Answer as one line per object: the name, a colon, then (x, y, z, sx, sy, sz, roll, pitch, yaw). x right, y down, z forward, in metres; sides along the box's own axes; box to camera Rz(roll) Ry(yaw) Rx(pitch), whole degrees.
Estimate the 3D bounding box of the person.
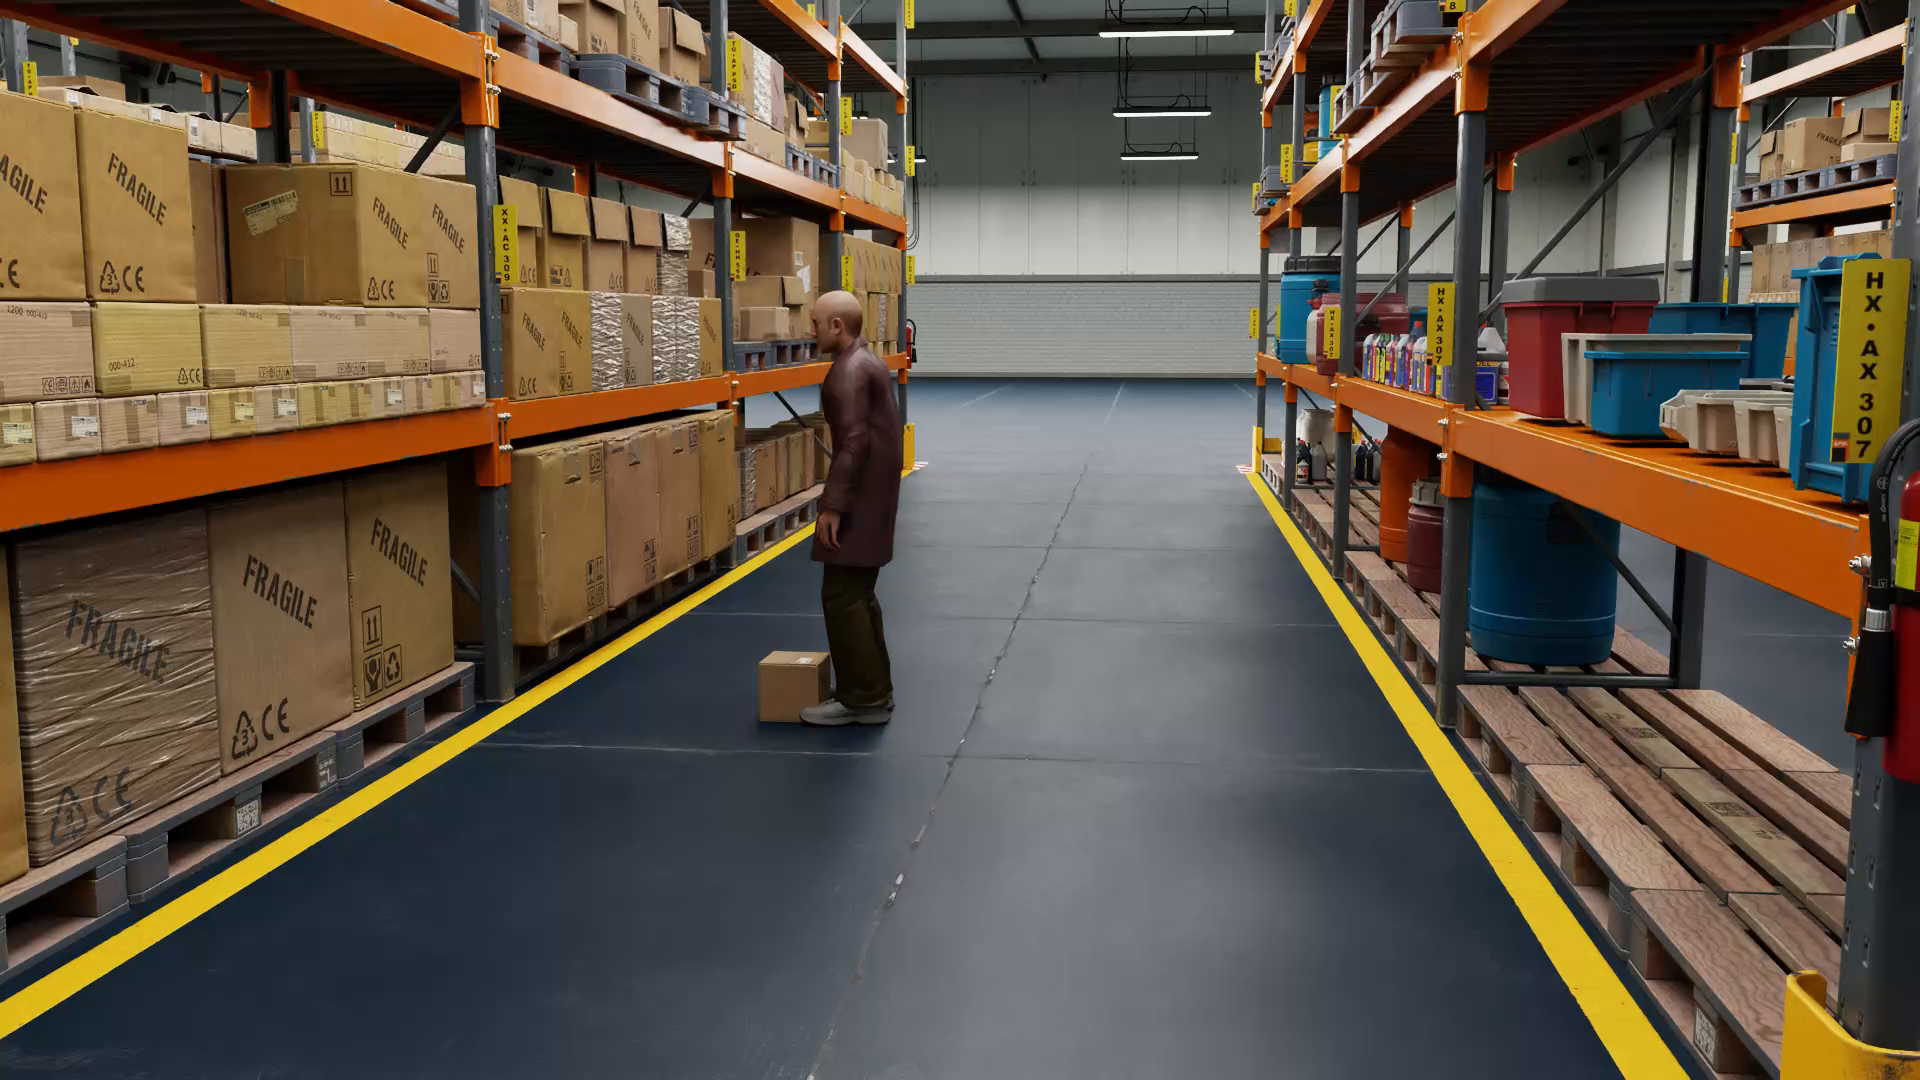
person: (-0.448, -0.136, 6.885, 0.423, 1.774, 0.643, 1, 7, 6)
